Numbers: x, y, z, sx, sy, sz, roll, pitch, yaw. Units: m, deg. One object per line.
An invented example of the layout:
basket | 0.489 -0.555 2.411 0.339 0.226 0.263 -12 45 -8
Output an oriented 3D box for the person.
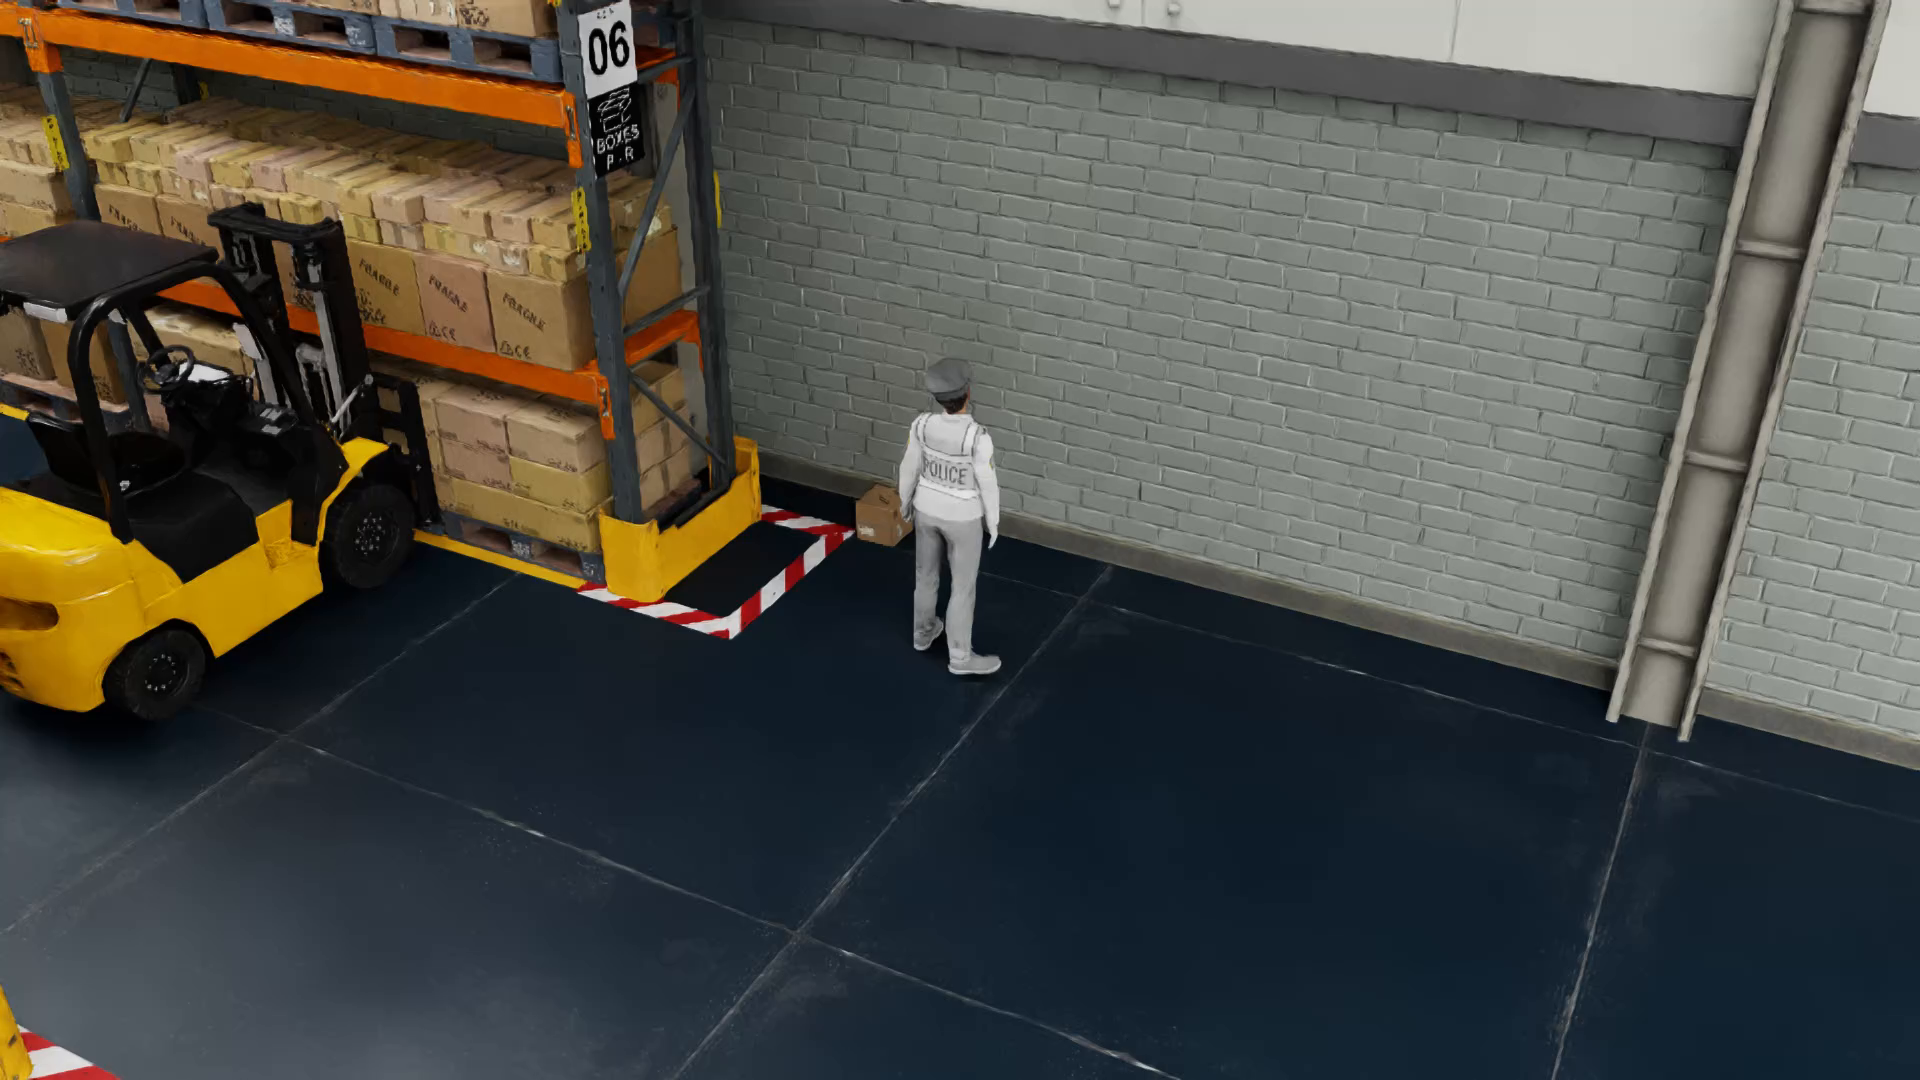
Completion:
person | -0.048 -0.127 8.433 0.597 1.684 0.389 15 33 24
